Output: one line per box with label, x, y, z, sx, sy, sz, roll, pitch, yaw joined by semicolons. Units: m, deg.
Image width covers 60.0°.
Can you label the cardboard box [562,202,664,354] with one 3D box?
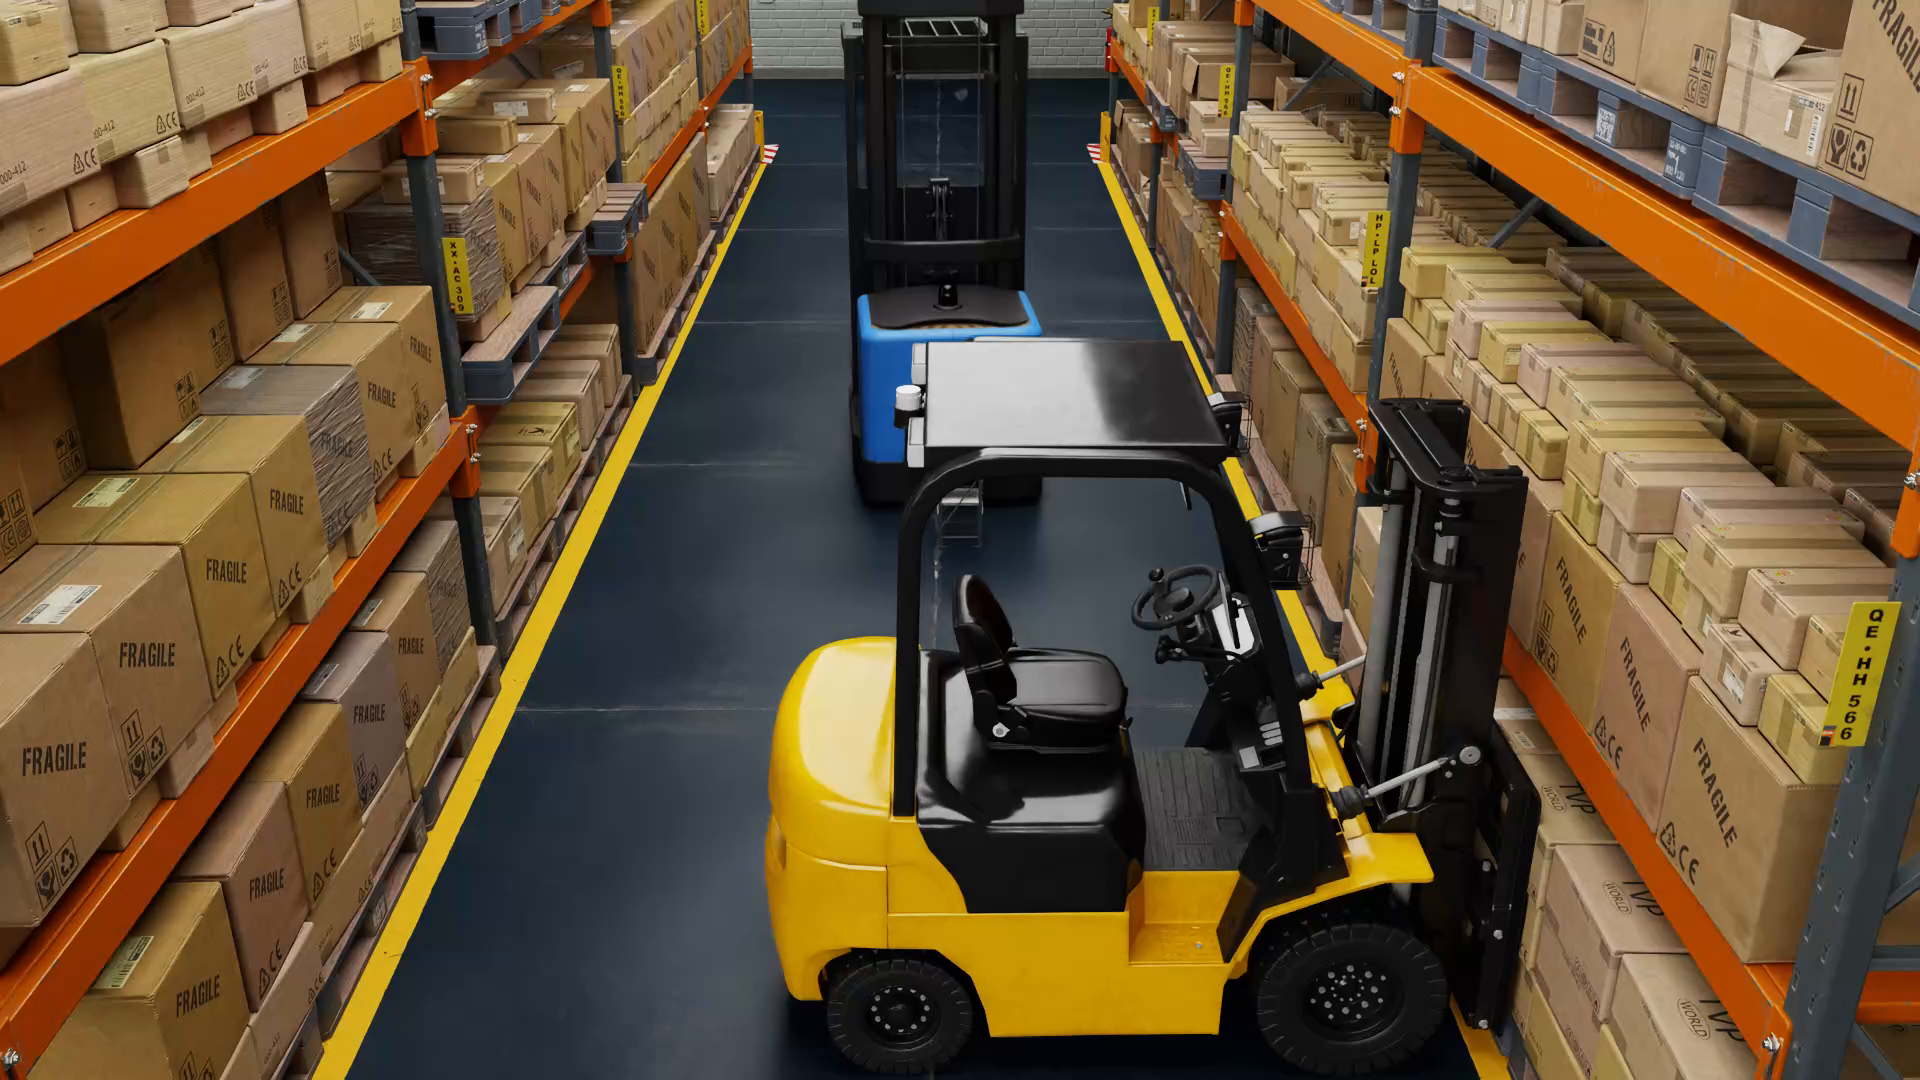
cardboard box;-2.635;-1.871;11.817;0.875;0.875;0.875;0;24;-1

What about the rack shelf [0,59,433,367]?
rack shelf;-2.645;-0.930;4.899;1.077;0.370;4.000;0;24;-1

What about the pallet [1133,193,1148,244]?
pallet;2.203;-3.048;15.733;1.003;0.211;1.213;0;24;-1

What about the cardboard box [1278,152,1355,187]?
cardboard box;1.987;-2.064;9.264;0.380;0.149;0.250;0;24;1

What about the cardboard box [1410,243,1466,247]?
cardboard box;2.071;-1.220;7.398;0.380;0.149;0.250;1;24;1

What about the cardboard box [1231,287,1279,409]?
cardboard box;2.246;-1.239;10.722;0.875;0.625;0.625;1;24;1

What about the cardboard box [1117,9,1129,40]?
cardboard box;1.907;-5.355;17.271;0.500;0.250;0.500;0;24;0

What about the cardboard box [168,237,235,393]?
cardboard box;-2.916;-0.752;5.576;0.700;0.500;0.500;-1;24;-2

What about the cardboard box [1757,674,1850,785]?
cardboard box;2.056;0.427;3.758;0.380;0.149;0.250;0;24;0

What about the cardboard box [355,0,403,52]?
cardboard box;-2.392;-1.967;6.141;0.500;0.250;0.500;0;24;-1

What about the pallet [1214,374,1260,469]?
pallet;2.223;-0.777;10.712;1.003;0.211;1.213;0;24;-1

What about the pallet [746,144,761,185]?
pallet;-2.711;-4.060;17.971;1.003;0.211;1.213;0;24;-1

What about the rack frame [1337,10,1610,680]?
rack frame;2.297;-0.739;7.244;1.000;3.000;0.127;0;24;-1

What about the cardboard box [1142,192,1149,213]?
cardboard box;1.910;-3.156;15.538;0.380;0.149;0.250;-1;24;-2

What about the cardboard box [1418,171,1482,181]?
cardboard box;2.537;-1.854;8.801;0.380;0.149;0.250;0;24;0

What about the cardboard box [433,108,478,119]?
cardboard box;-2.912;-2.116;9.296;0.500;0.500;0.500;0;24;0

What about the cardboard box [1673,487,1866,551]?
cardboard box;2.134;-0.026;4.398;0.380;0.149;0.250;0;24;0

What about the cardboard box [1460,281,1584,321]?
cardboard box;2.109;-0.870;6.265;0.380;0.149;0.250;-1;24;-2

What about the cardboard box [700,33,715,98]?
cardboard box;-2.497;-4.252;14.889;0.500;0.500;0.500;1;24;1

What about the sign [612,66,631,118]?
sign;-2.168;-2.861;10.627;0.100;0.325;0.005;0;24;-1

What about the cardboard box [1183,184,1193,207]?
cardboard box;2.024;-2.799;13.535;0.380;0.149;0.250;0;24;-1

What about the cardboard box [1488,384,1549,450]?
cardboard box;2.022;-0.420;5.630;0.380;0.149;0.250;-1;24;-2

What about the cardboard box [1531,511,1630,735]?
cardboard box;2.070;0.237;4.964;0.500;0.500;0.500;-1;24;-2

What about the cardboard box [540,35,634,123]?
cardboard box;-2.471;-3.069;11.060;0.500;0.500;0.500;-1;24;-2

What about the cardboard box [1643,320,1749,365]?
cardboard box;2.628;-0.663;5.806;0.380;0.149;0.250;-1;24;-1

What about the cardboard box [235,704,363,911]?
cardboard box;-2.363;0.888;5.565;0.500;0.500;0.500;0;24;0

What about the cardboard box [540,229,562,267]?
cardboard box;-2.343;-1.558;8.850;0.380;0.149;0.250;1;24;1

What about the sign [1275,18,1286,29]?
sign;2.764;-4.567;14.302;0.100;0.325;0.005;0;24;-1

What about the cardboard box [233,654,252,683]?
cardboard box;-2.415;0.373;5.089;0.380;0.149;0.250;1;24;1

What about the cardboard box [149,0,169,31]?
cardboard box;-2.408;-1.457;4.528;0.380;0.149;0.250;0;24;1

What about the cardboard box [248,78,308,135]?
cardboard box;-2.361;-1.414;5.402;0.380;0.149;0.250;0;24;1

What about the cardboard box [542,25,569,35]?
cardboard box;-2.991;-3.288;11.544;0.500;0.500;0.500;0;24;0

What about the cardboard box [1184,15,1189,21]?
cardboard box;2.441;-5.146;16.809;0.500;0.250;0.500;1;24;1

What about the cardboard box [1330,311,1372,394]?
cardboard box;2.030;-0.877;7.731;0.500;0.250;0.500;0;24;1

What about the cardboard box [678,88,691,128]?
cardboard box;-2.492;-3.550;13.640;0.500;0.250;0.500;-1;24;-1

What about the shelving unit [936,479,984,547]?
shelving unit;0.000;-0.413;9.072;0.258;0.900;0.210;0;24;-1

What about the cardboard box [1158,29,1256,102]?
cardboard box;1.997;-3.858;13.510;0.700;0.500;0.500;0;24;0

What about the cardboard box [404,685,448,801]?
cardboard box;-2.376;0.808;6.650;0.500;0.250;0.500;-1;24;-2

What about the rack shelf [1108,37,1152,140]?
rack shelf;2.188;-4.532;16.503;1.077;0.370;4.000;0;24;-1

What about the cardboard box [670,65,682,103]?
cardboard box;-2.481;-3.571;13.081;0.500;0.250;0.500;0;24;1

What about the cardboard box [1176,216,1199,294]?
cardboard box;2.006;-2.249;13.105;0.500;0.500;0.500;-1;24;-2

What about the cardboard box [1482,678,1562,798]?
cardboard box;1.999;0.700;5.676;0.500;0.250;0.500;-1;24;-2

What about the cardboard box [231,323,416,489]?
cardboard box;-2.401;-0.502;6.238;0.500;0.500;0.500;1;24;1

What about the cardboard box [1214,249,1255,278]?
cardboard box;1.994;-1.937;11.630;0.380;0.149;0.250;-1;24;-3

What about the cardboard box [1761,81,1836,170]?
cardboard box;2.028;-0.920;3.678;0.380;0.149;0.250;-1;24;-2

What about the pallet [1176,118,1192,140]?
pallet;2.227;-3.101;12.699;1.003;0.211;1.213;0;24;-1

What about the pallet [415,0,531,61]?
pallet;-2.567;-2.251;7.175;1.213;0.211;1.003;0;24;-1

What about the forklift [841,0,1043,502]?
forklift;-0.163;-2.126;10.395;1.130;2.935;3.031;-2;24;-4

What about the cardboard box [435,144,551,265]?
cardboard box;-2.383;-1.692;8.359;0.500;0.500;0.500;0;24;-1

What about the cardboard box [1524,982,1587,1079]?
cardboard box;2.023;1.574;4.957;0.500;0.250;0.500;0;24;-1

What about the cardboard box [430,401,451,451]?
cardboard box;-2.358;-0.469;6.953;0.380;0.149;0.250;-1;24;-1
